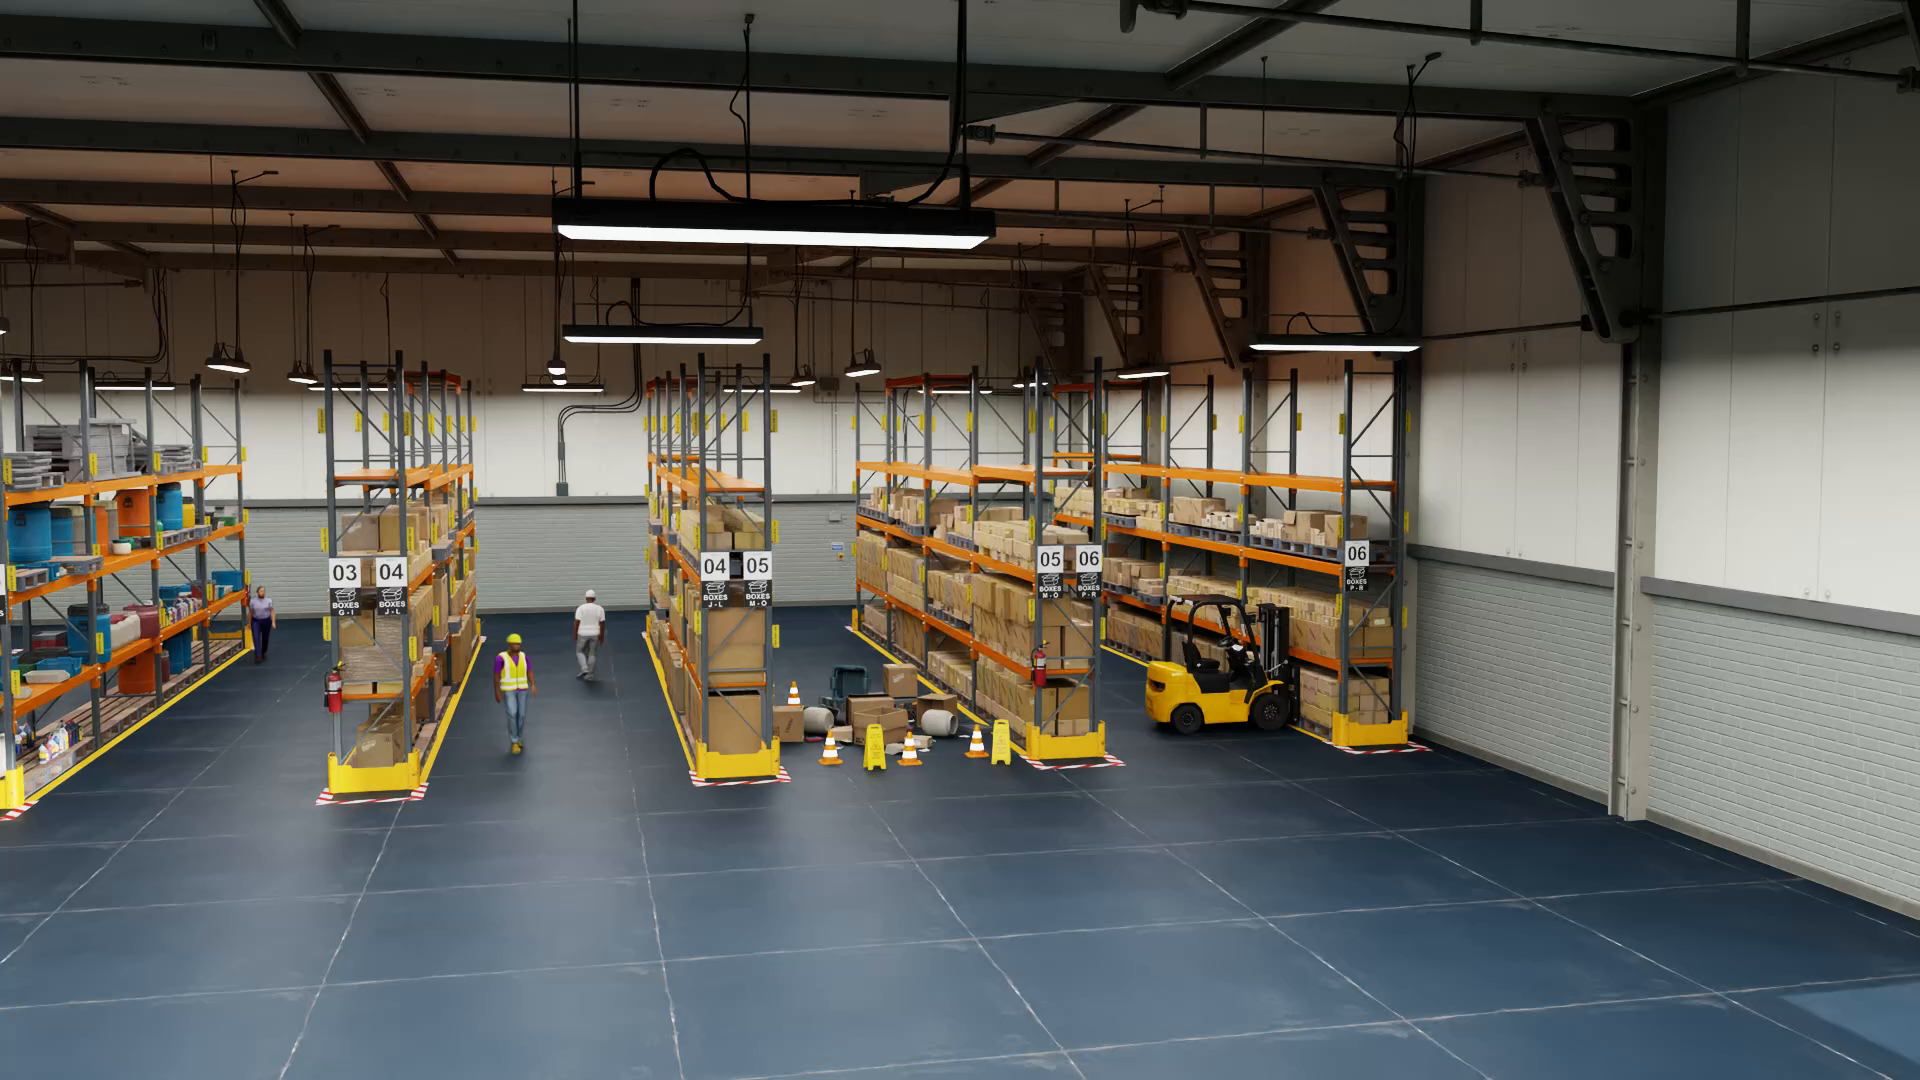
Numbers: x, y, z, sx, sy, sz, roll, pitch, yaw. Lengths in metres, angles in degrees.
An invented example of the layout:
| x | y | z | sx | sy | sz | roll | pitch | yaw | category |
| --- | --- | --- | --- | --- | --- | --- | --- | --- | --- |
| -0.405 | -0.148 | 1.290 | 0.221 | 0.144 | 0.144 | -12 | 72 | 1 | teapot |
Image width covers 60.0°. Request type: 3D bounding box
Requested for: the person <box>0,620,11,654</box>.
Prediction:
| x | y | z | sx | sy | sz | roll | pitch | yaw | category |
| --- | --- | --- | --- | --- | --- | --- | --- | --- | --- |
| -18.930 | 1.929 | 32.514 | 0.613 | 1.629 | 0.632 | -1 | 4 | -18 | person |

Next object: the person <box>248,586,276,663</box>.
| x | y | z | sx | sy | sz | roll | pitch | yaw | category |
| --- | --- | --- | --- | --- | --- | --- | --- | --- | --- |
| -14.730 | 1.756 | 35.075 | 0.521 | 1.580 | 1.069 | -2 | 5 | -28 | person |

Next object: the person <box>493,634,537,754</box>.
| x | y | z | sx | sy | sz | roll | pitch | yaw | category |
| --- | --- | --- | --- | --- | --- | --- | --- | --- | --- |
| -6.799 | 2.349 | 25.619 | 0.588 | 1.769 | 0.728 | -3 | 5 | -39 | person |

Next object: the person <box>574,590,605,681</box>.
| x | y | z | sx | sy | sz | roll | pitch | yaw | category |
| --- | --- | --- | --- | --- | --- | --- | --- | --- | --- |
| -7.220 | 1.860 | 32.398 | 0.617 | 1.761 | 0.482 | -1 | 4 | -20 | person |
